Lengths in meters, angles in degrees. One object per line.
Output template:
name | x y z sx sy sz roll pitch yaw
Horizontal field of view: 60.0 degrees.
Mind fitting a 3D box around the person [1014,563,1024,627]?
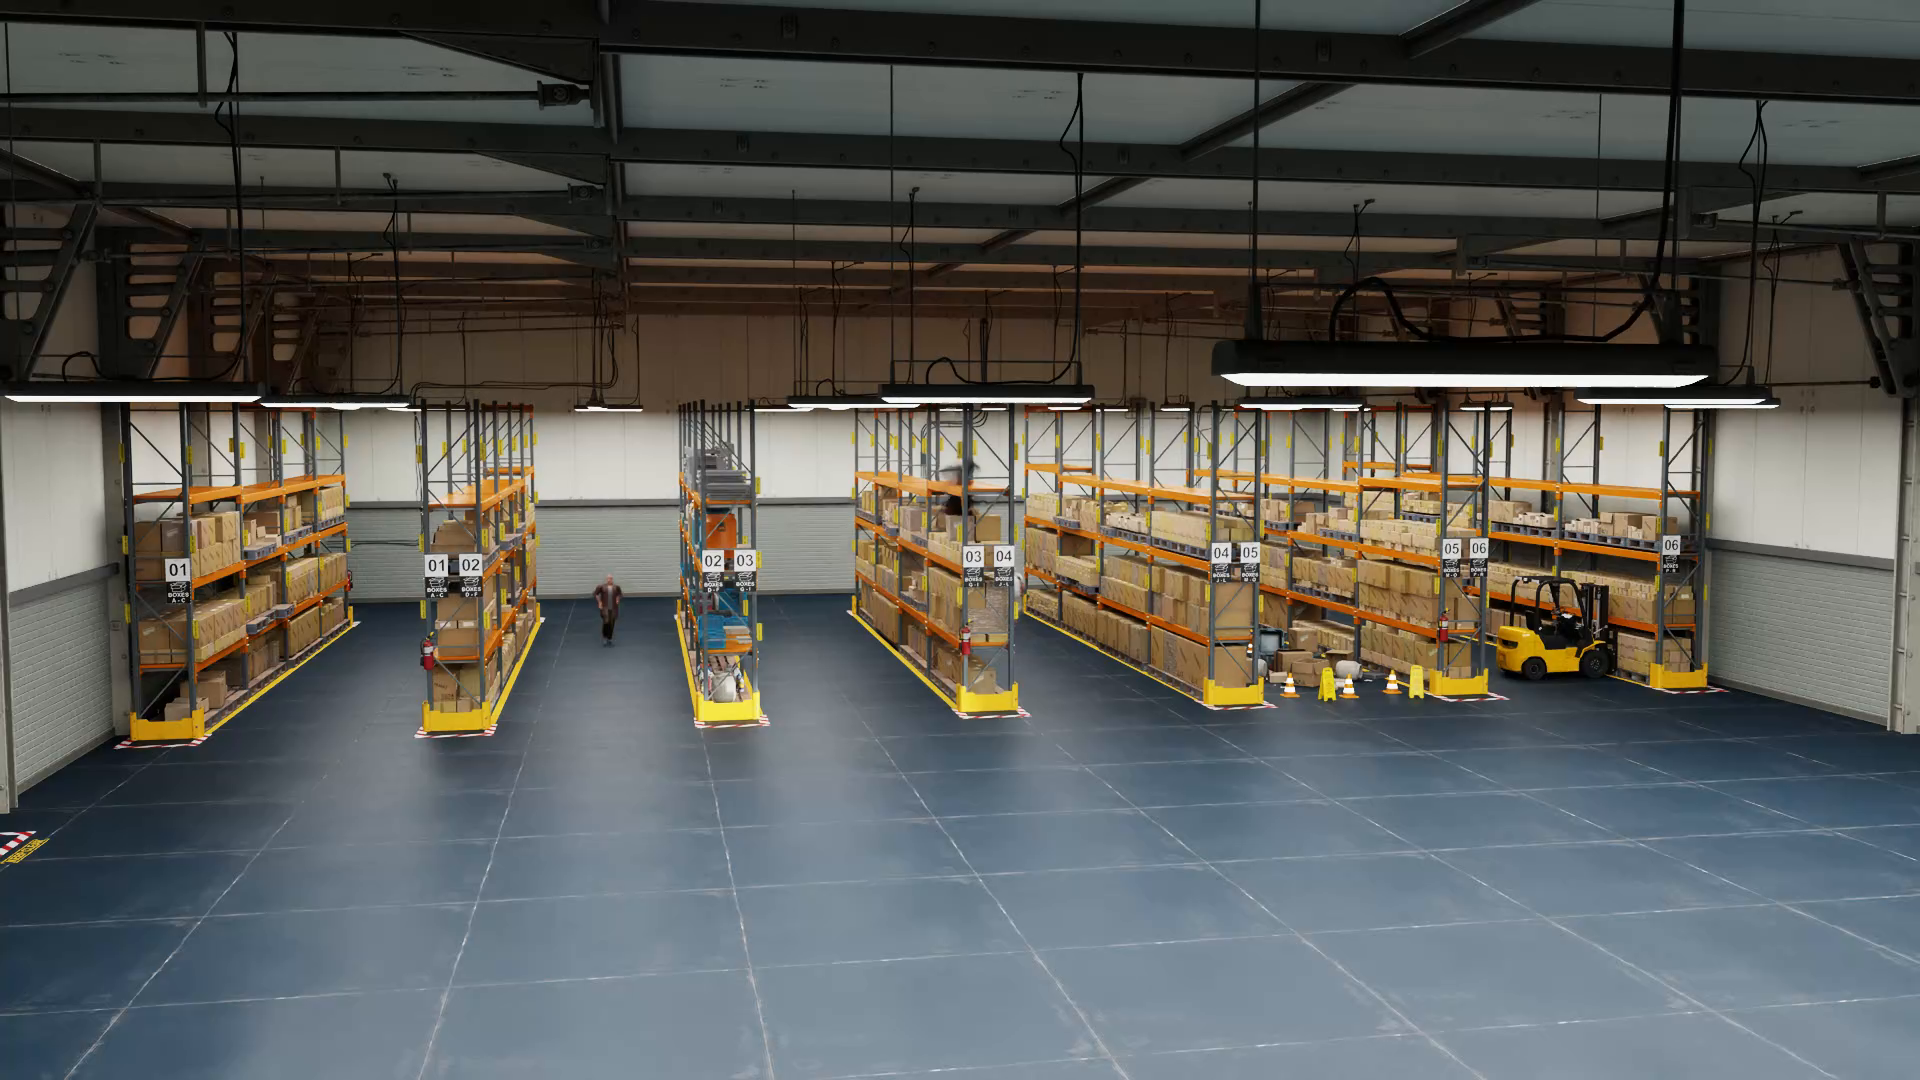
person | 1.442 1.476 44.783 0.659 1.732 0.617 -1 4 -12

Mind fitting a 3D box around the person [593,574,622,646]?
person | -8.707 1.733 41.284 0.680 1.777 0.745 -2 5 -24
